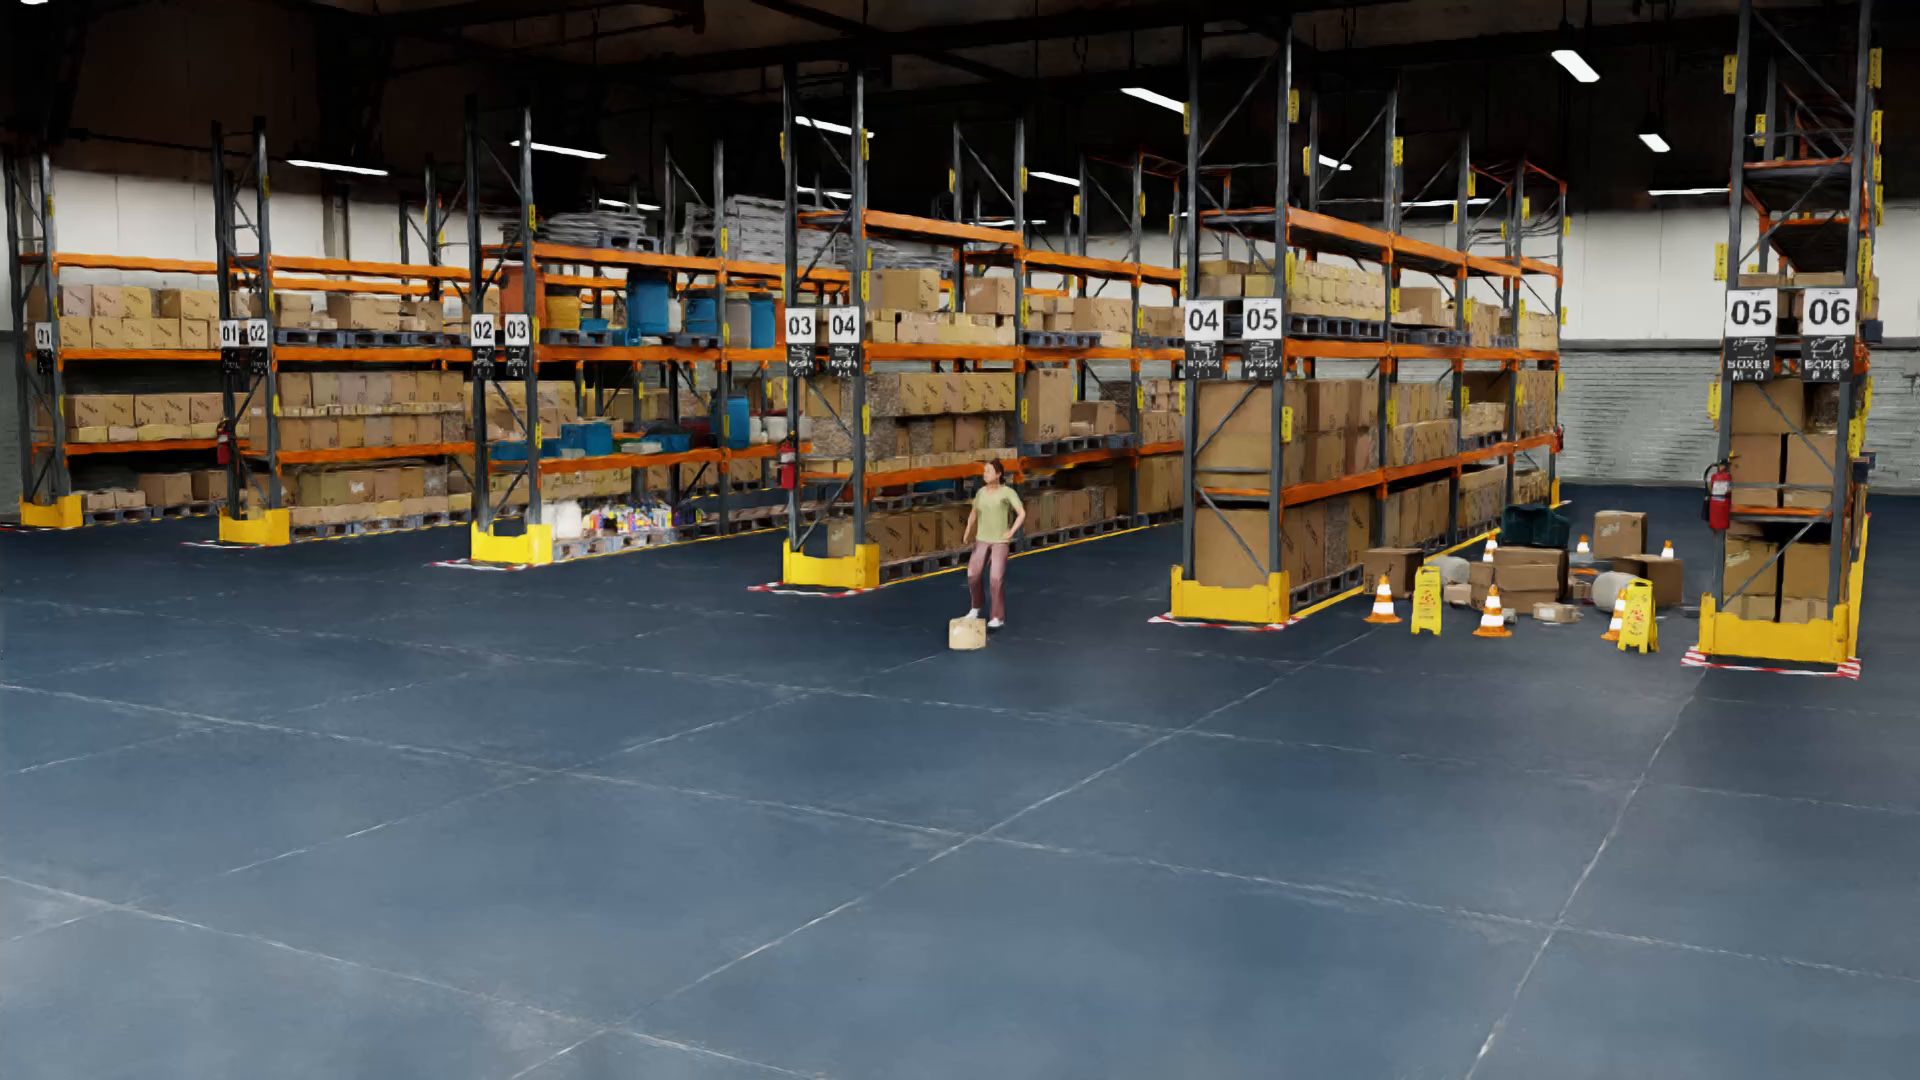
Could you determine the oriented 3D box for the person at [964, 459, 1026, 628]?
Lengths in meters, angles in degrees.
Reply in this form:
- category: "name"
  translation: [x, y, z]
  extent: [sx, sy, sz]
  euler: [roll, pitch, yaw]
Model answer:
- category: "person"
  translation: [0.323, 0.039, 16.172]
  extent: [0.616, 1.631, 0.488]
  euler: [2, 6, 19]
